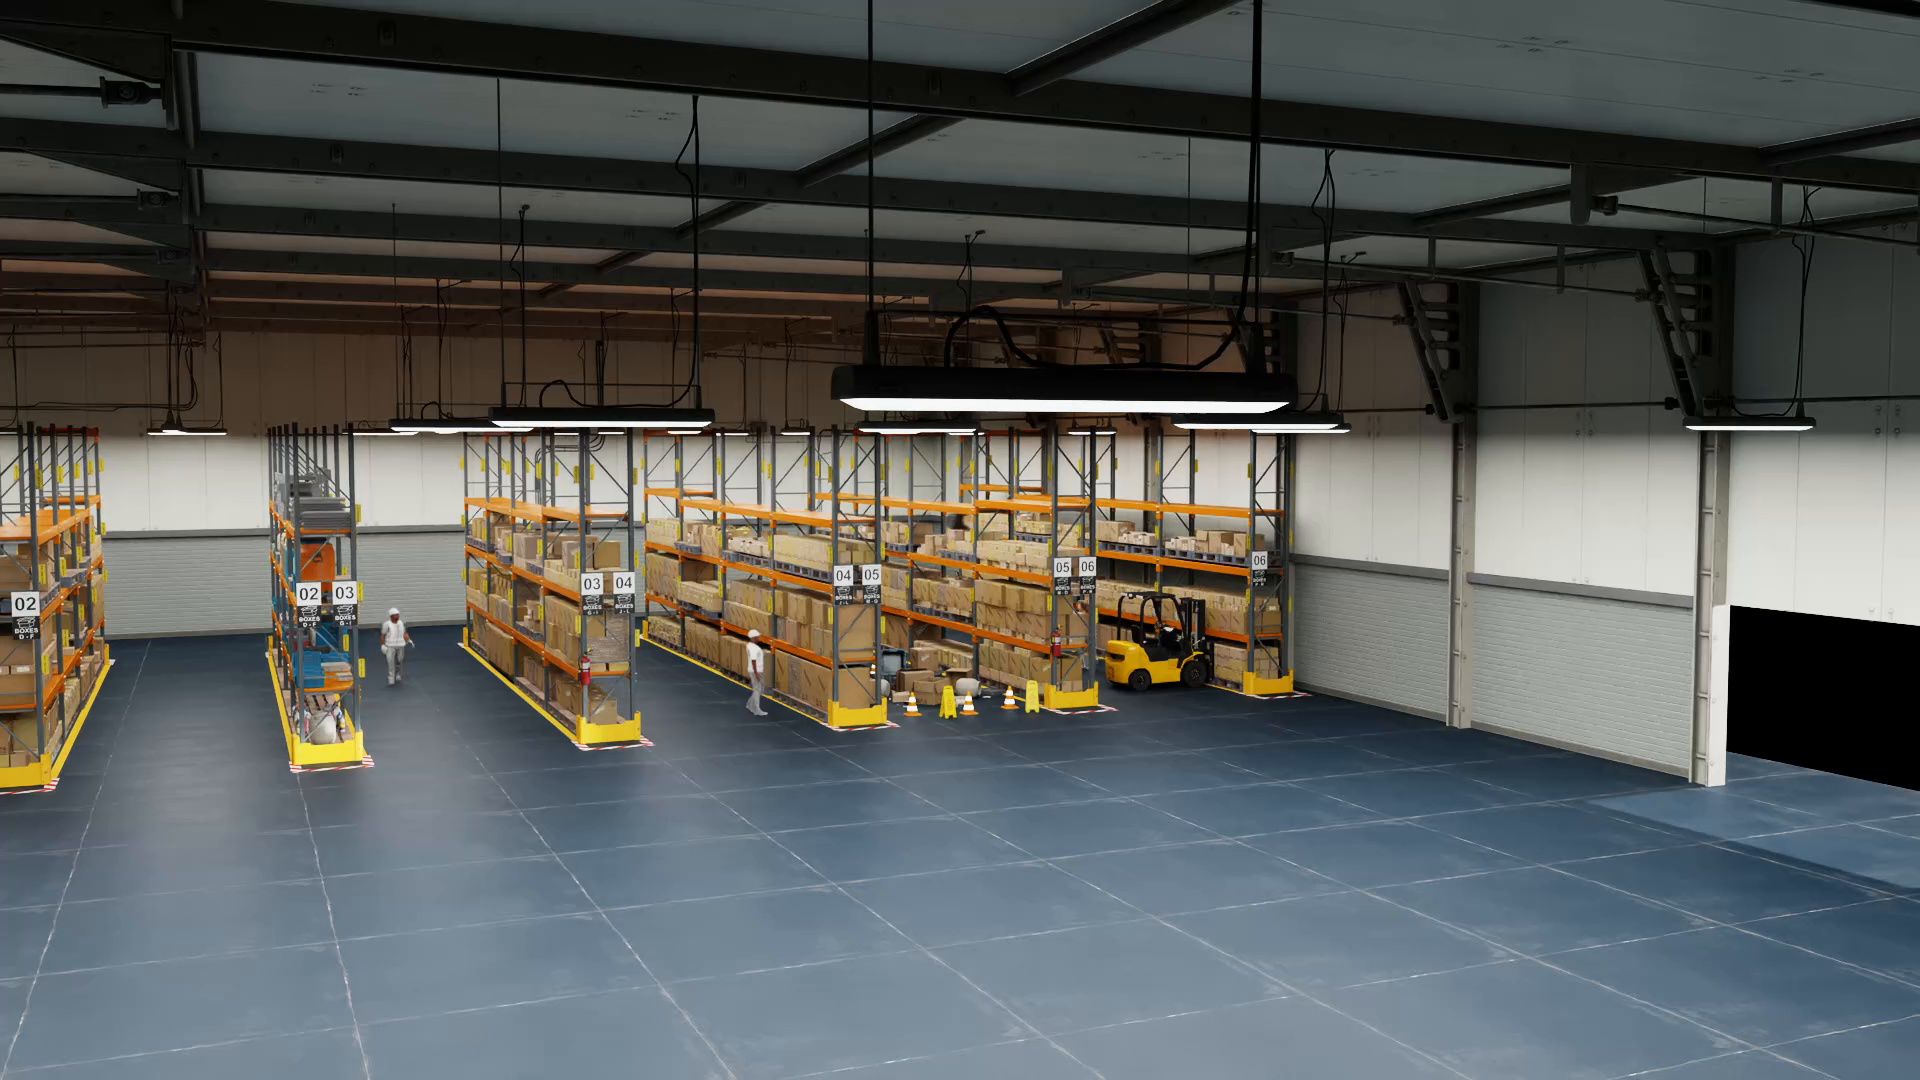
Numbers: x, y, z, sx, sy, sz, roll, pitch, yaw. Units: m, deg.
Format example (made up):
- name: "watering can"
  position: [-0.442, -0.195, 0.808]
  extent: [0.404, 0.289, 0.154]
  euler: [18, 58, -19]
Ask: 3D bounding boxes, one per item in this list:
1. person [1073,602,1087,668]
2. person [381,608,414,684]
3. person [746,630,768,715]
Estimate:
- name: "person"
  position: [2.904, 2.380, 41.311]
  extent: [0.523, 1.663, 0.582]
  euler: [-3, 5, -42]
- name: "person"
  position: [-13.096, 2.456, 38.721]
  extent: [0.735, 1.720, 1.050]
  euler: [-1, 4, -20]
- name: "person"
  position: [-4.225, 2.740, 34.518]
  extent: [0.514, 1.776, 0.642]
  euler: [0, 3, 0]
